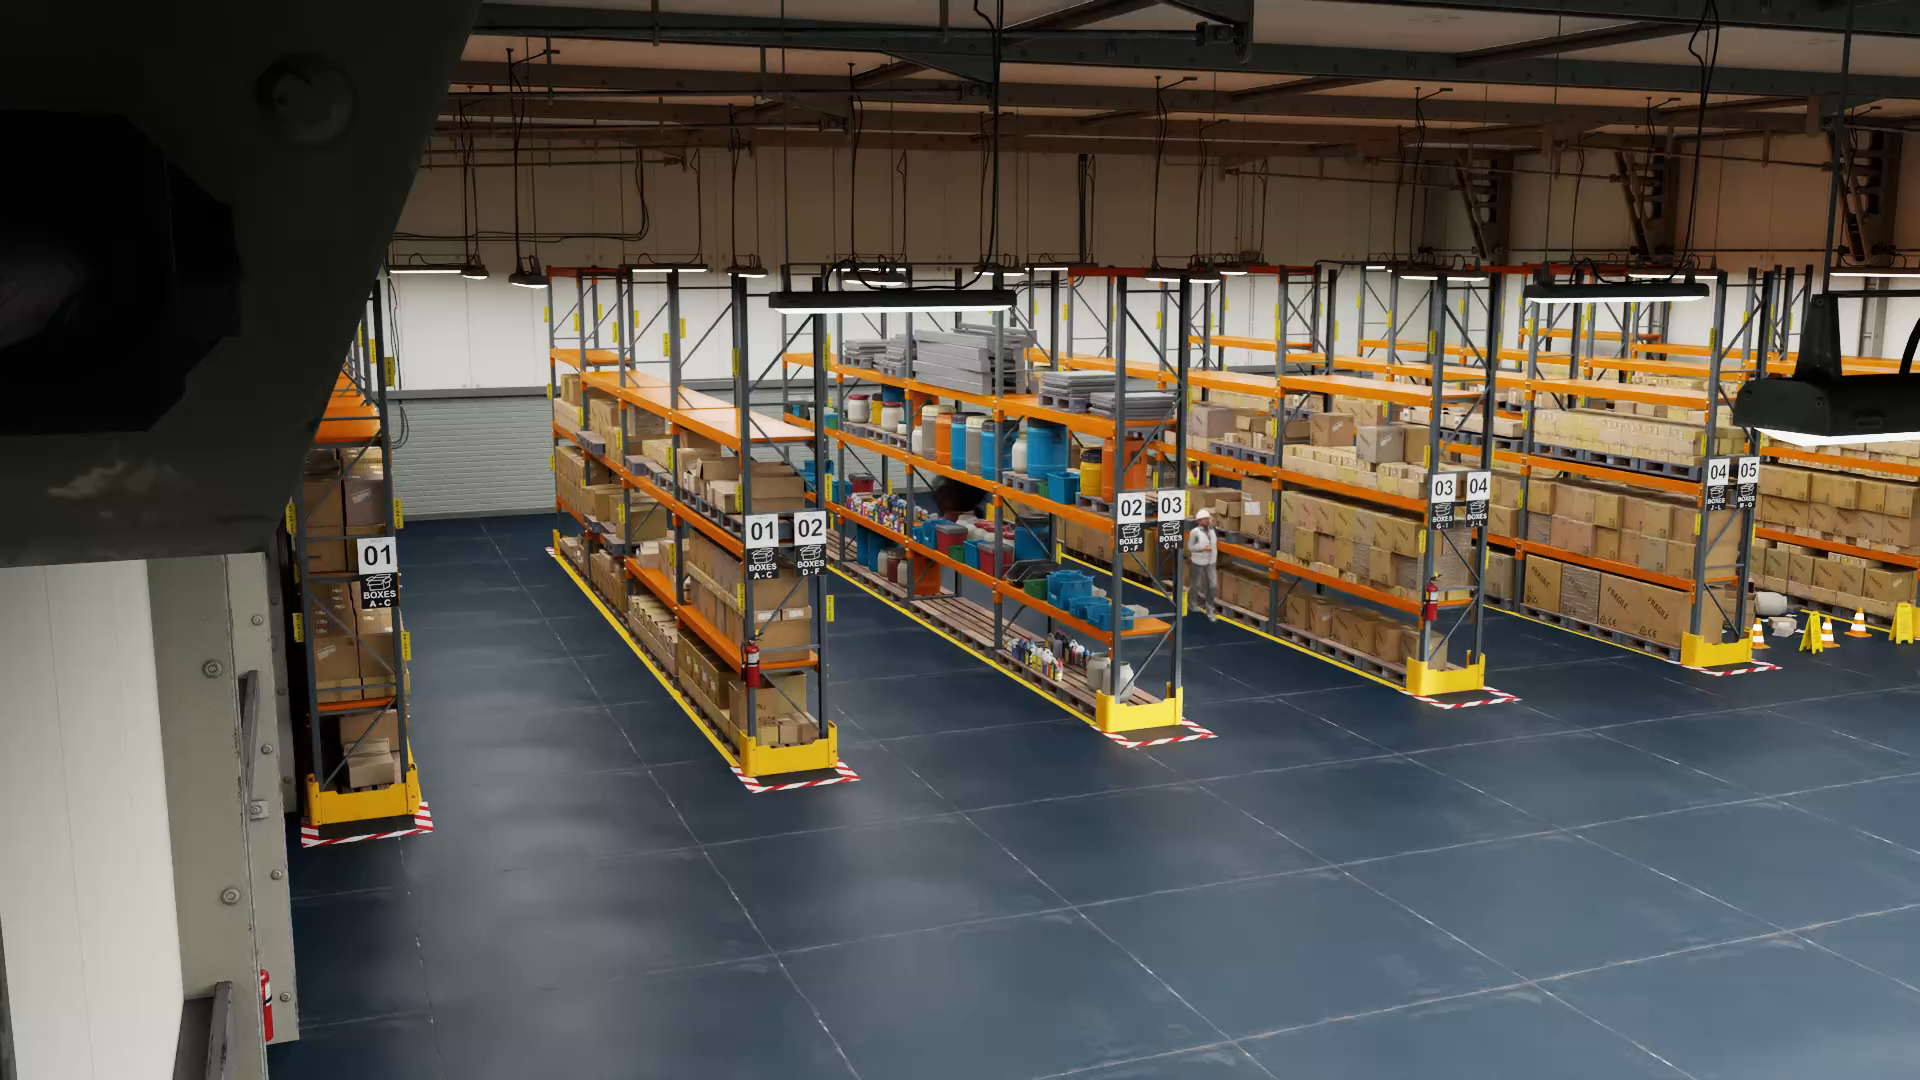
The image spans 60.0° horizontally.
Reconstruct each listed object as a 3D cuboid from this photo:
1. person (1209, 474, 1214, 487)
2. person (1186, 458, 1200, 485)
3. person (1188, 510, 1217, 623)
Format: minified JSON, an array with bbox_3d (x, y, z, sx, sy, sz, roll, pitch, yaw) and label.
[{"bbox_3d":[6.118,-1.672,41.763,0.748,1.621,0.579,-5,11,-27],"label":"person"},{"bbox_3d":[5.208,-0.999,37.279,0.685,1.823,0.781,-4,11,-20],"label":"person"},{"bbox_3d":[4.051,0.433,27.579,0.635,1.888,0.742,-4,11,-22],"label":"person"}]
